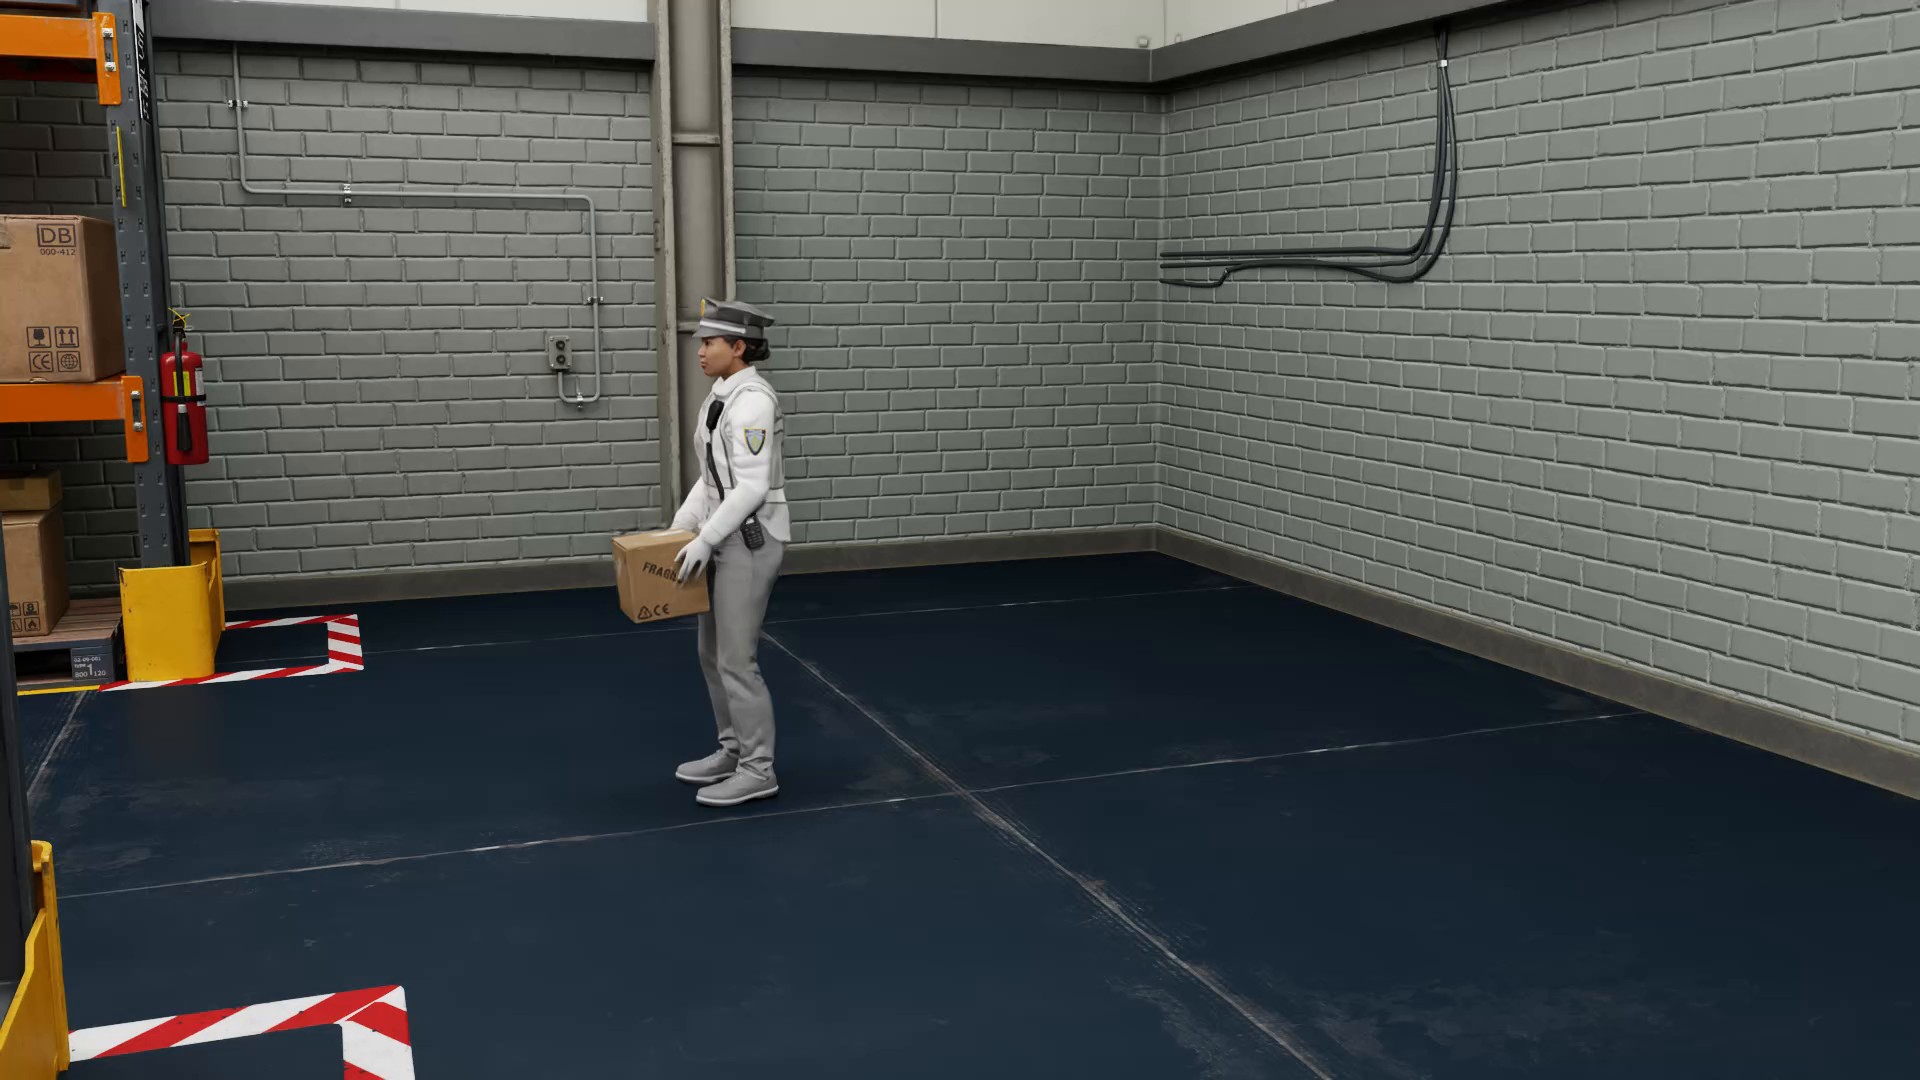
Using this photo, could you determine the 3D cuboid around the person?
[{"bbox_3d":[-0.785,0.031,5.592,0.411,1.684,0.500,-4,10,-22],"label":"person"}]
